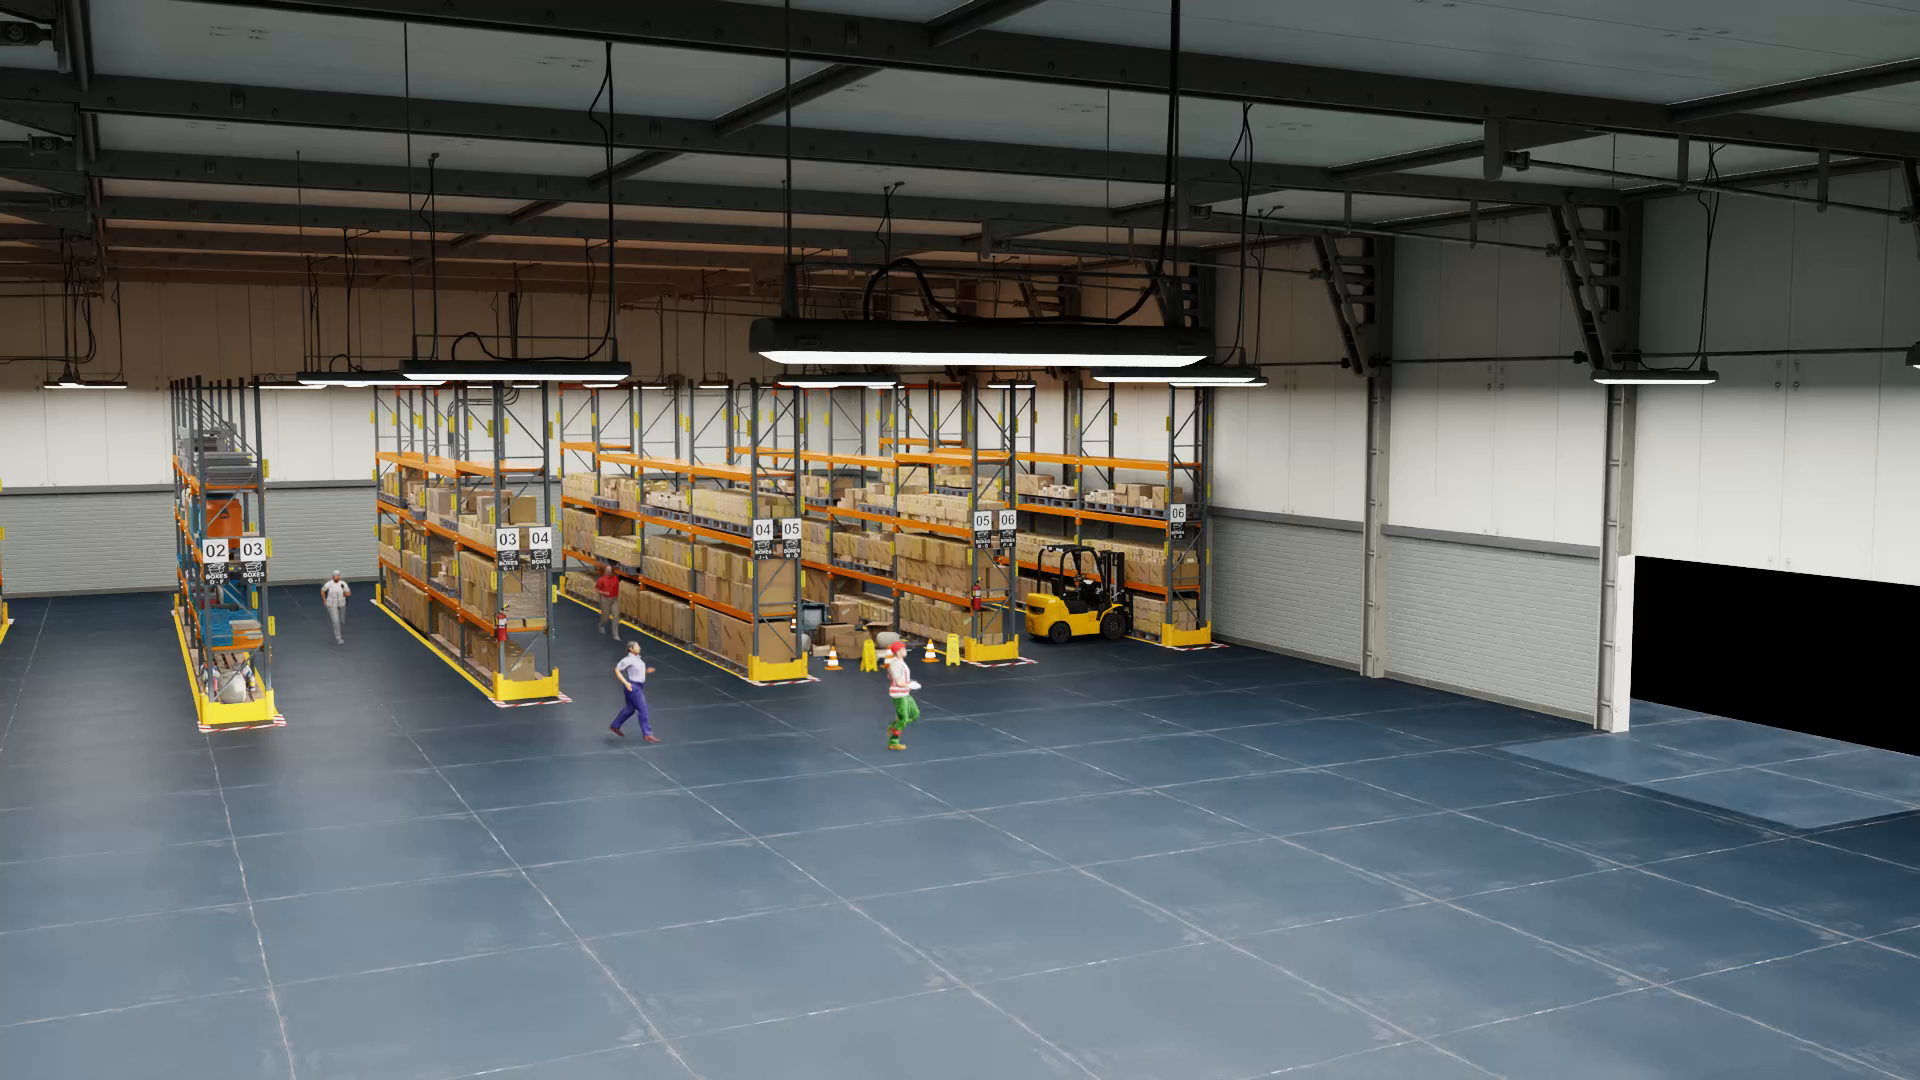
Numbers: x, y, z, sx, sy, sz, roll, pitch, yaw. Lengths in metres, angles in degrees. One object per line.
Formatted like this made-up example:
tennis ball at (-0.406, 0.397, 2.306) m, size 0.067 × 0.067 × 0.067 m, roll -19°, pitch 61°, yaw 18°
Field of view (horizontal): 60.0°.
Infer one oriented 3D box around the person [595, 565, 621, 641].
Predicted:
person at (-8.113, 1.440, 38.487) m, size 0.664 × 1.725 × 0.954 m, roll -3°, pitch 6°, yaw -33°

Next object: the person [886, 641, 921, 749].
person at (-0.906, 2.482, 26.632) m, size 0.577 × 1.744 × 0.649 m, roll 0°, pitch 5°, yaw 3°

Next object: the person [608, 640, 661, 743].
person at (-5.340, 2.473, 27.207) m, size 0.895 × 1.665 × 0.594 m, roll 0°, pitch 5°, yaw 1°

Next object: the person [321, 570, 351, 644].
person at (-14.225, 1.507, 37.950) m, size 0.607 × 1.650 × 0.906 m, roll -4°, pitch 6°, yaw -36°
